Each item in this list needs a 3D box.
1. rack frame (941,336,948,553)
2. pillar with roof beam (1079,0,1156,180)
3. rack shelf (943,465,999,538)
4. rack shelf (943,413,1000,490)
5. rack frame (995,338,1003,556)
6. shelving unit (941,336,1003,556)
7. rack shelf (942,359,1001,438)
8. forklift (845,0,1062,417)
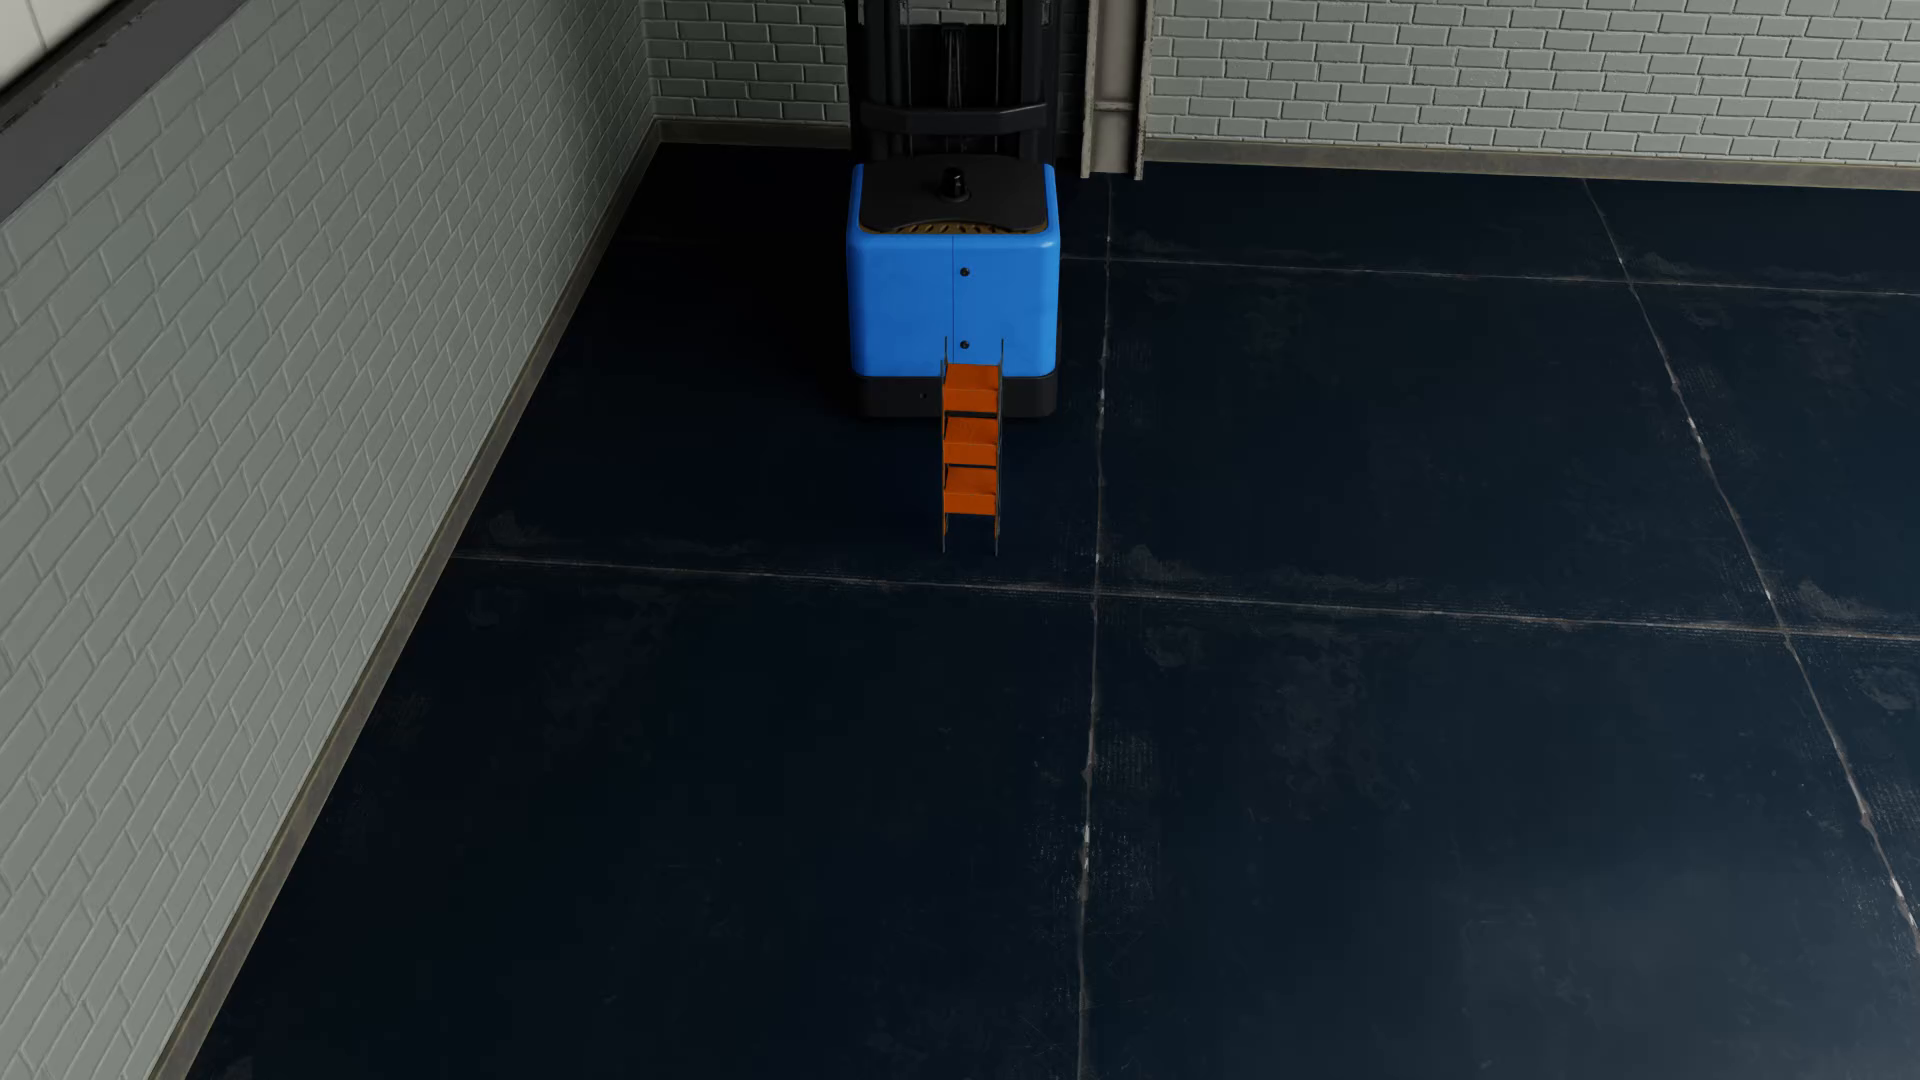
[{"bbox_3d":[-0.068,-0.411,7.423,0.008,1.050,0.200,3,39,4],"label":"rack frame"},{"bbox_3d":[0.601,-3.174,4.522,0.400,9.000,9.100,3,39,4],"label":"pillar with roof beam"},{"bbox_3d":[0.053,-0.180,7.597,0.240,0.259,0.215,3,39,4],"label":"rack shelf"},{"bbox_3d":[0.053,-0.396,7.422,0.240,0.259,0.215,3,39,4],"label":"rack shelf"},{"bbox_3d":[0.175,-0.398,7.407,0.008,1.050,0.200,3,39,4],"label":"rack frame"},{"bbox_3d":[0.053,-0.404,7.415,0.252,1.050,0.215,3,39,4],"label":"shelving unit"},{"bbox_3d":[0.053,-0.616,7.243,0.240,0.259,0.215,3,39,4],"label":"rack shelf"},{"bbox_3d":[-0.033,-2.655,8.690,1.130,2.935,3.031,0,39,0],"label":"forklift"}]
